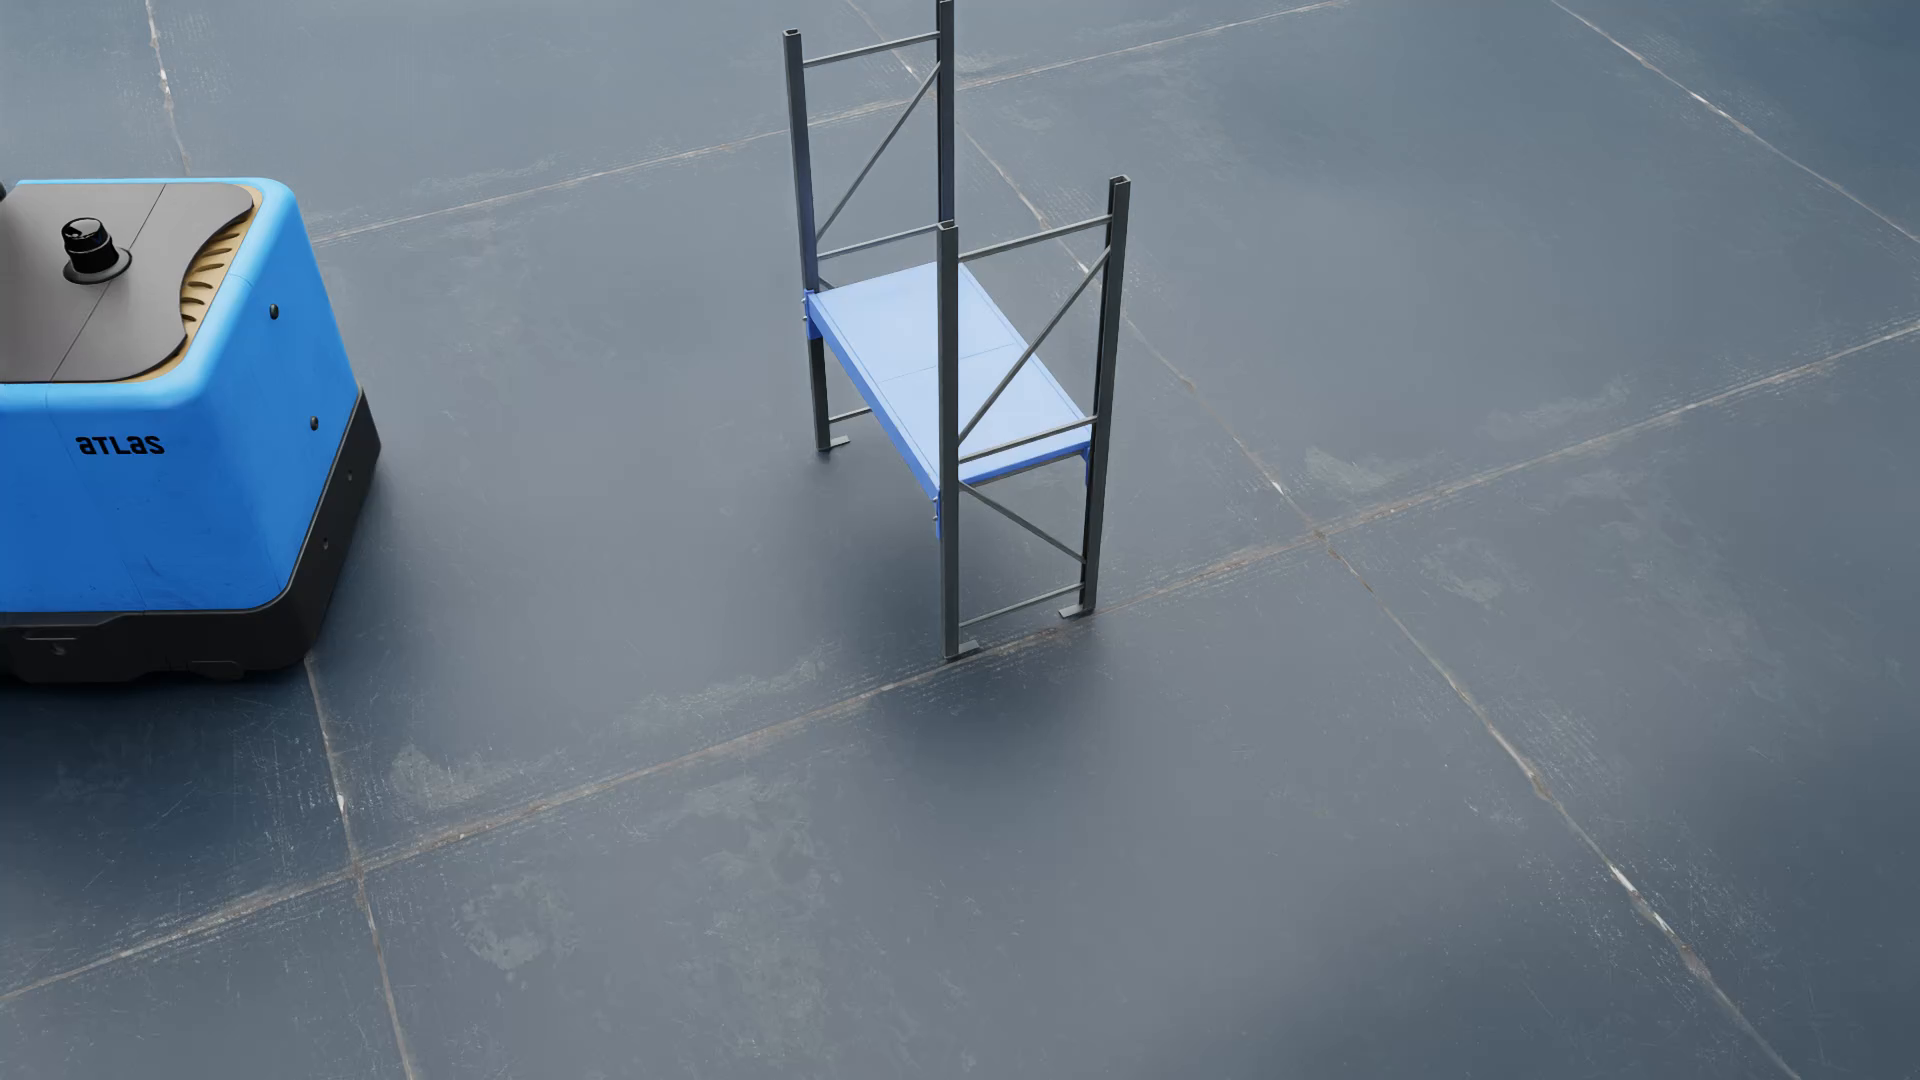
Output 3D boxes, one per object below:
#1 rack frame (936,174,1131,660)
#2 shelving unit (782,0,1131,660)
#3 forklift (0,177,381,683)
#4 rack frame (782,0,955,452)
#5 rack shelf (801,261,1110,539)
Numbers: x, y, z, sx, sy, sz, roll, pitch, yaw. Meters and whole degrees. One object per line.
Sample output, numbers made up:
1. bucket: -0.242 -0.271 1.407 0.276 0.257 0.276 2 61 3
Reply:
1. rack frame: 0.178 -0.264 4.450 0.500 1.500 0.032 -18 47 -17
2. shelving unit: -0.036 -0.588 4.778 0.538 1.500 1.048 -18 47 -17
3. forklift: -3.404 -0.970 4.146 3.031 2.935 1.130 -1 45 -1
4. rack frame: -0.250 -0.912 5.107 0.500 1.500 0.032 -18 47 -17
5. rack shelf: -0.036 -0.460 4.905 0.538 0.185 1.000 -18 47 -17
